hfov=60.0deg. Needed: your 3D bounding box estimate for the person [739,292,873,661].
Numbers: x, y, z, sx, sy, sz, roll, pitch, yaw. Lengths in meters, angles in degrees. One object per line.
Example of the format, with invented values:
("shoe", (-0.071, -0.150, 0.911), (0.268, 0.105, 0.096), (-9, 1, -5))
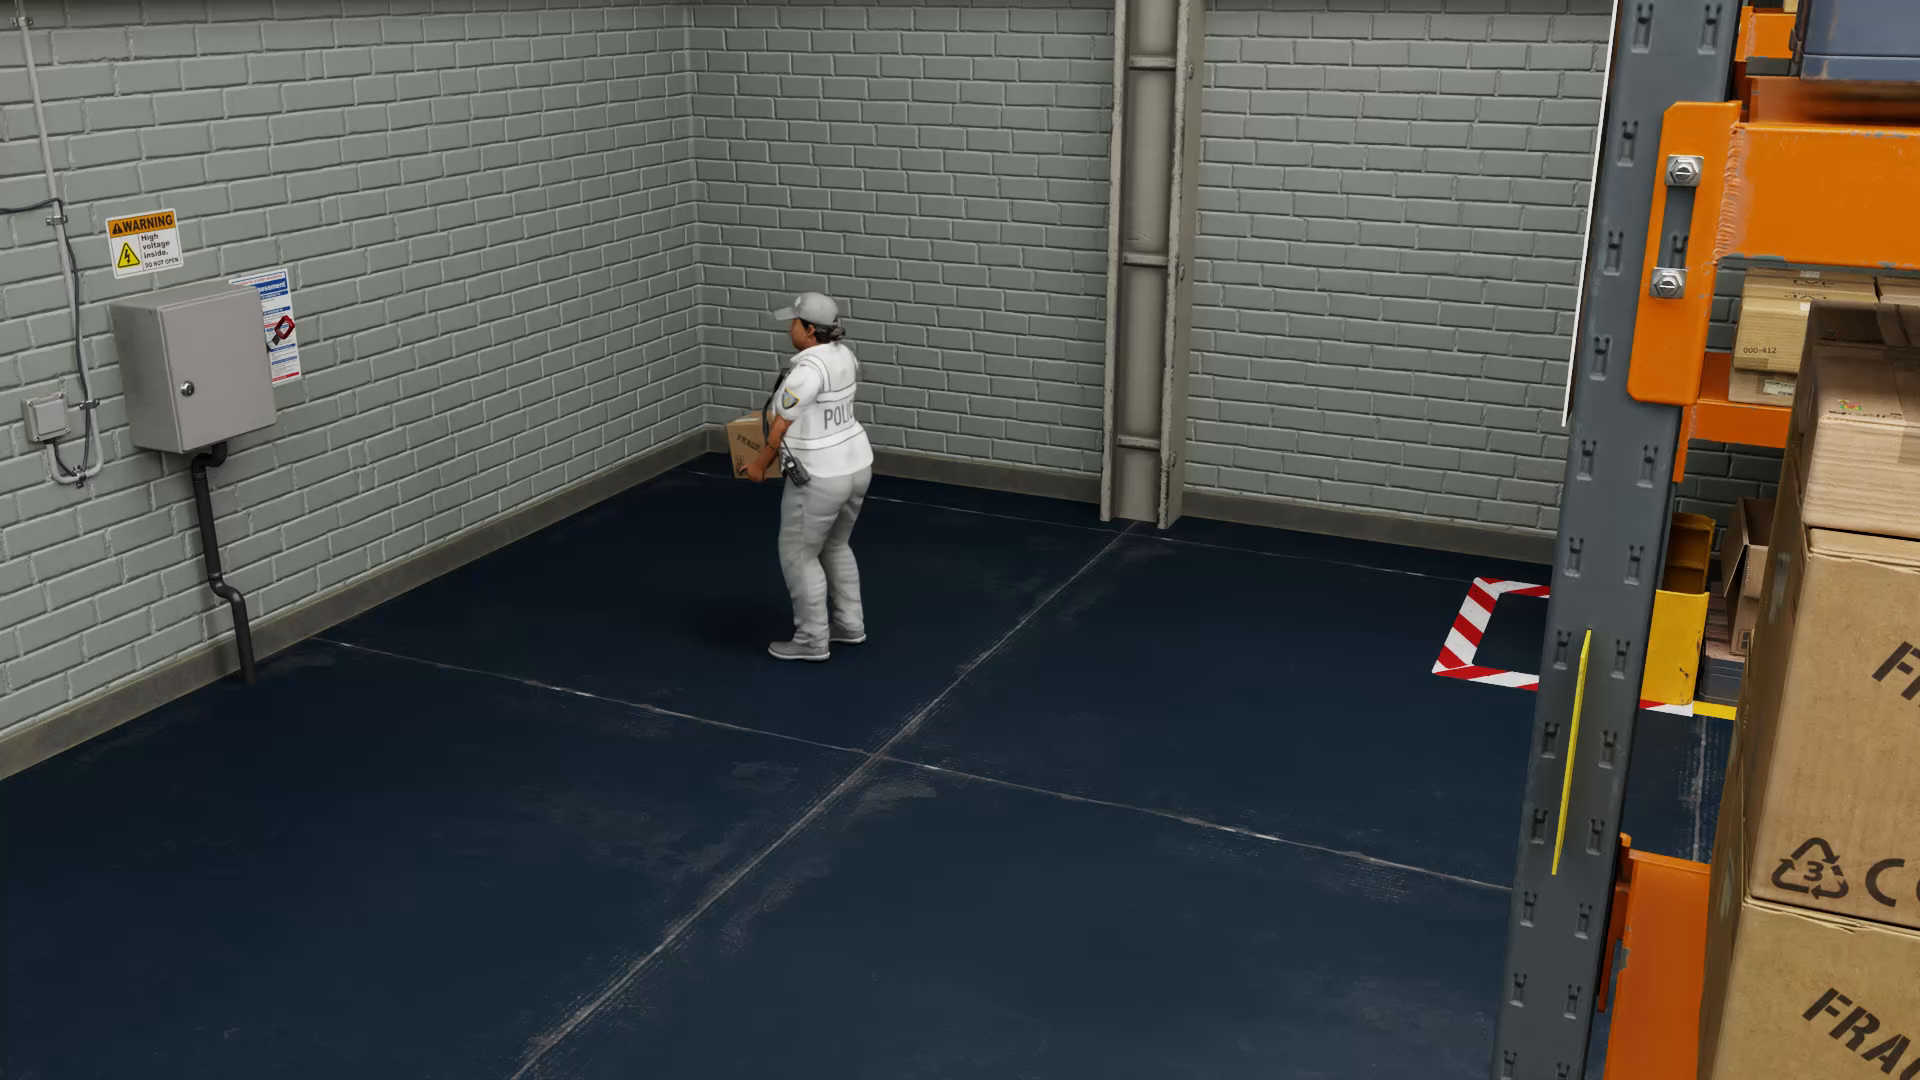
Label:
("person", (-0.677, -0.281, 7.386), (0.552, 1.663, 0.452), (8, 21, 22))
